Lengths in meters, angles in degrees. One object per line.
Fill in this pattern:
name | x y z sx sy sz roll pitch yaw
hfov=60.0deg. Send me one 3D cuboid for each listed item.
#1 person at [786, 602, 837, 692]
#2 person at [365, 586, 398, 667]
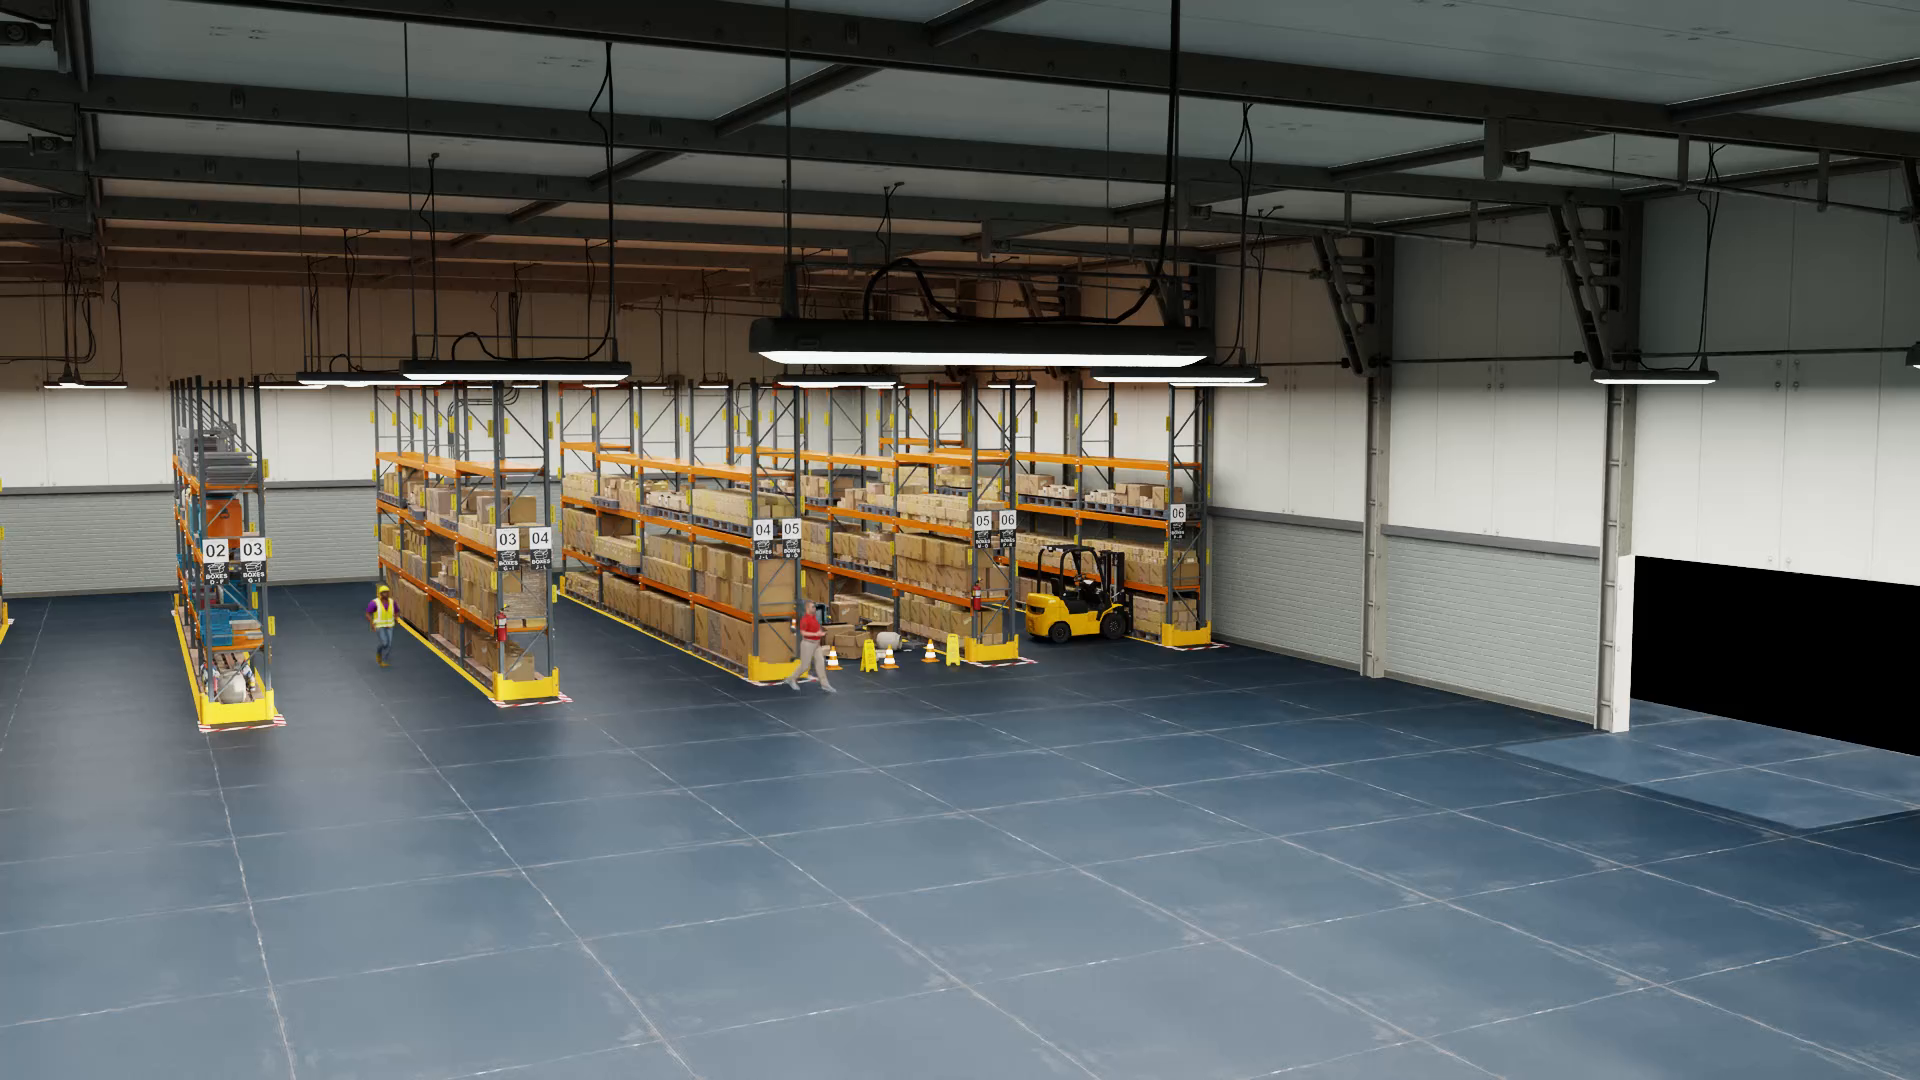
person | -2.844 2.028 31.568 0.985 1.724 0.674 2 5 21
person | -11.936 1.801 34.542 0.638 1.708 0.583 -5 7 -43
